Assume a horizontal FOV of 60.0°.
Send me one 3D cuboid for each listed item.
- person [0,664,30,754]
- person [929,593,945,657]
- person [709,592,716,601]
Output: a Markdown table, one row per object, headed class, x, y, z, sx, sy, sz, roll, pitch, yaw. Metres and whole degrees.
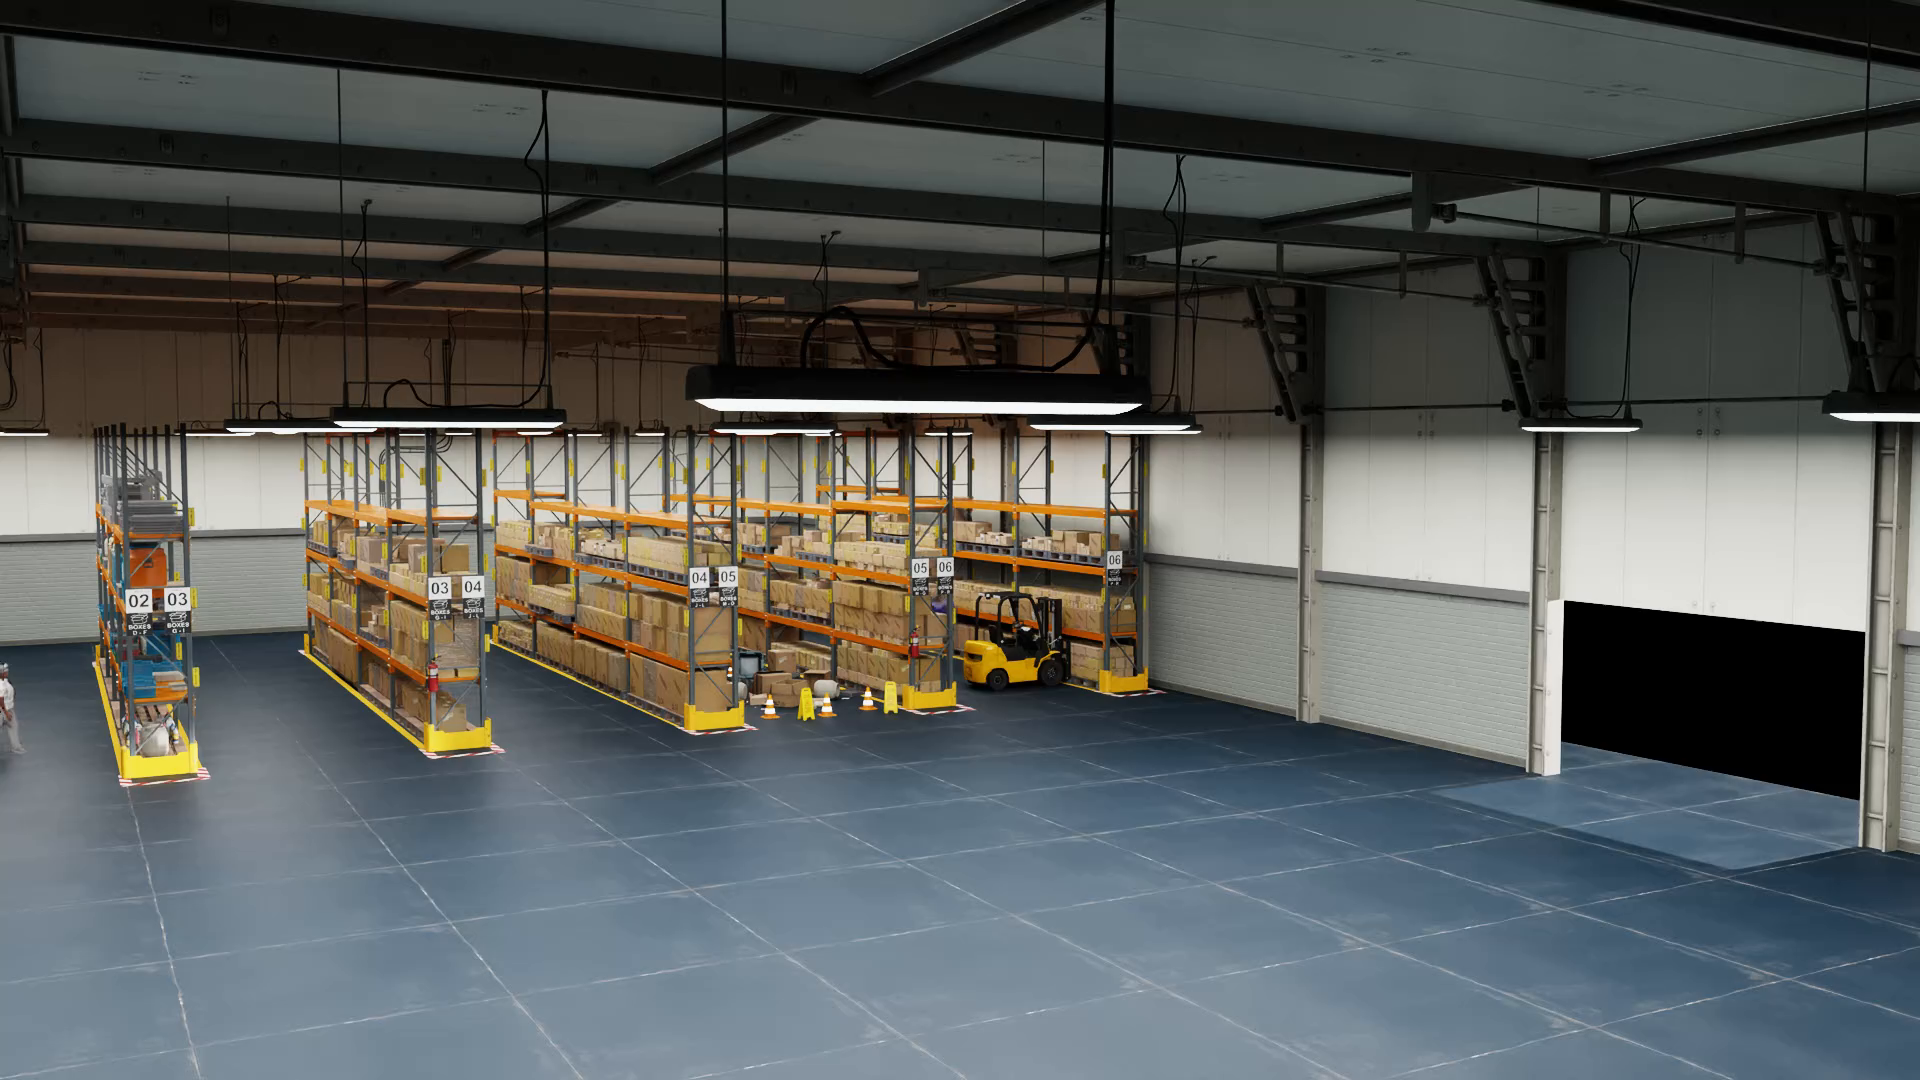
| class | x | y | z | sx | sy | sz | roll | pitch | yaw |
| --- | --- | --- | --- | --- | --- | --- | --- | --- | --- |
| person | -17.235 | 3.080 | 30.021 | 0.569 | 1.695 | 0.632 | 0 | 3 | -8 |
| person | -0.653 | 2.165 | 42.192 | 0.433 | 1.648 | 0.738 | -3 | 4 | -40 |
| person | -6.407 | 2.223 | 42.994 | 0.596 | 1.784 | 0.436 | 2 | 4 | 31 |
